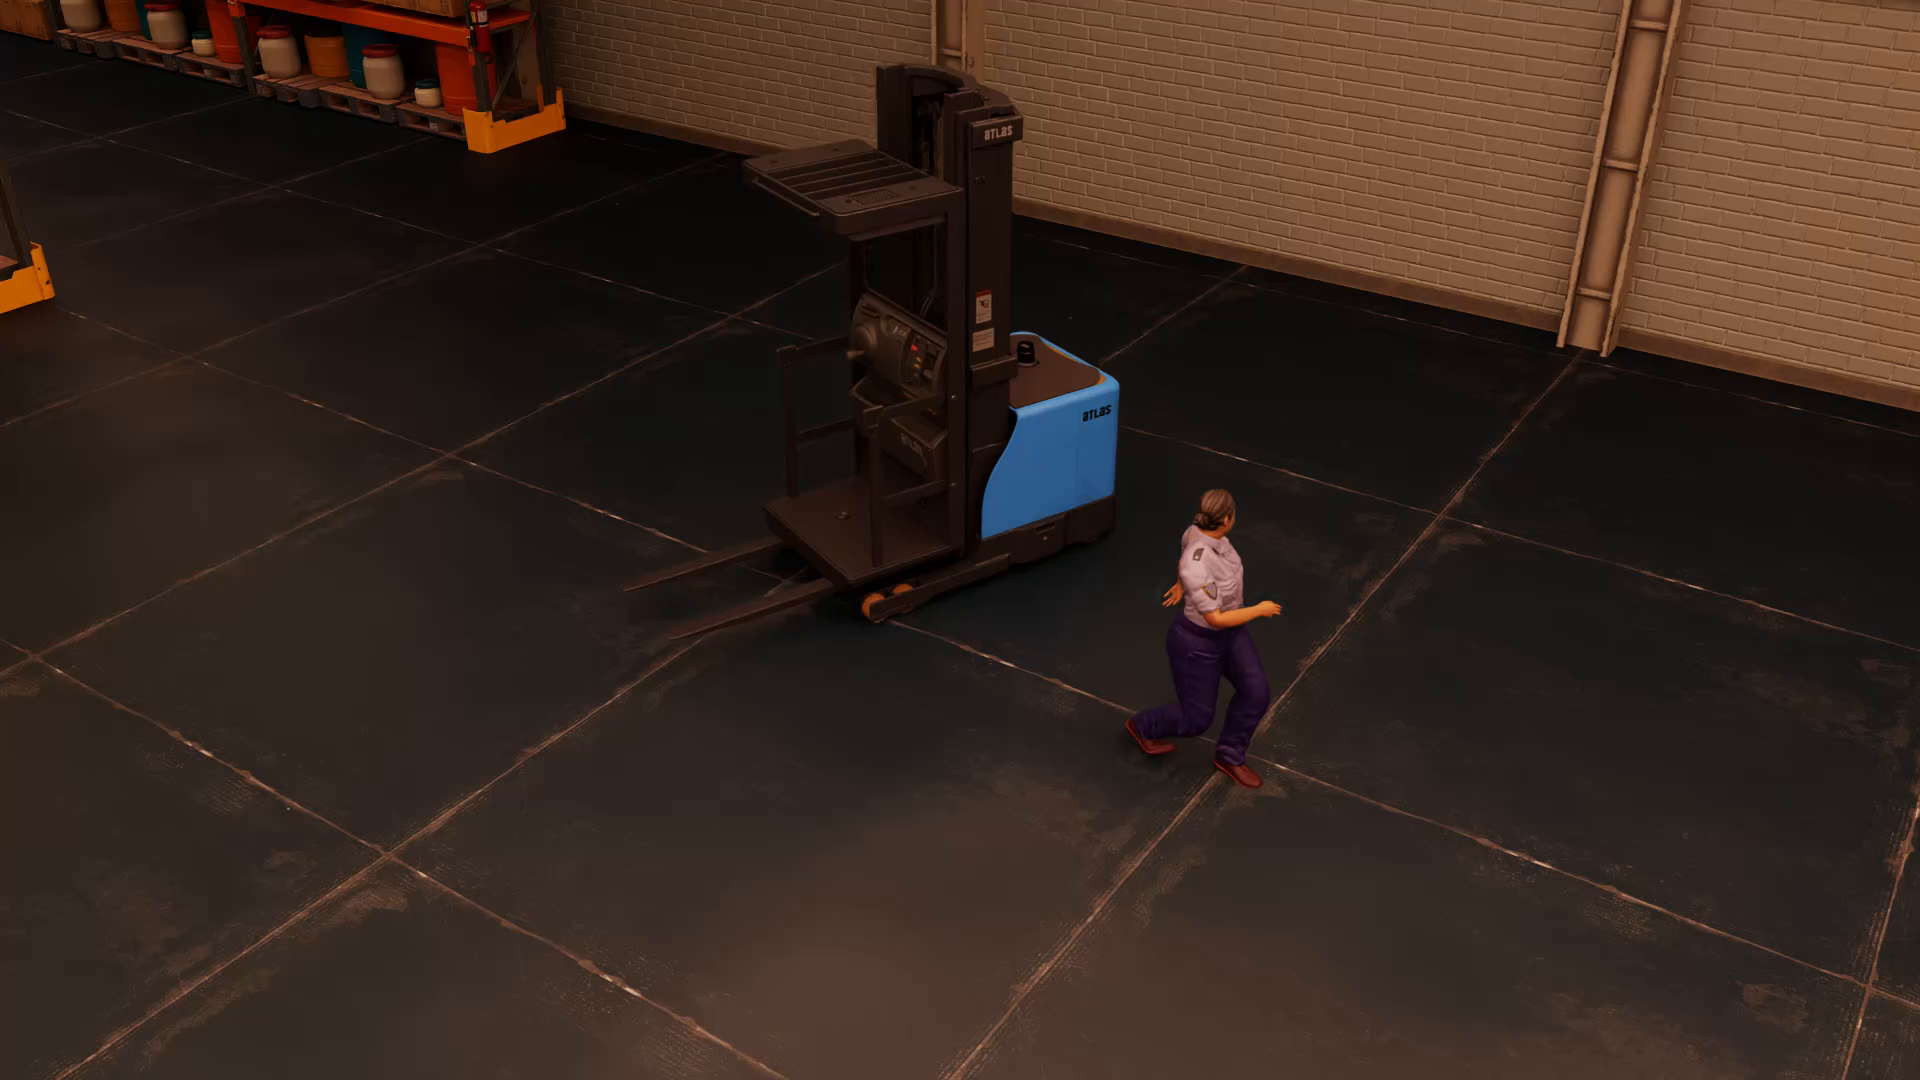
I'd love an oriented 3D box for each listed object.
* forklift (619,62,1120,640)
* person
[{"bbox_3d":[-0.528,-1.090,9.459,3.031,2.935,1.130,-19,35,-29],"label":"forklift"},{"bbox_3d":[1.213,0.457,8.176,0.776,1.574,0.533,22,37,32],"label":"person"}]
